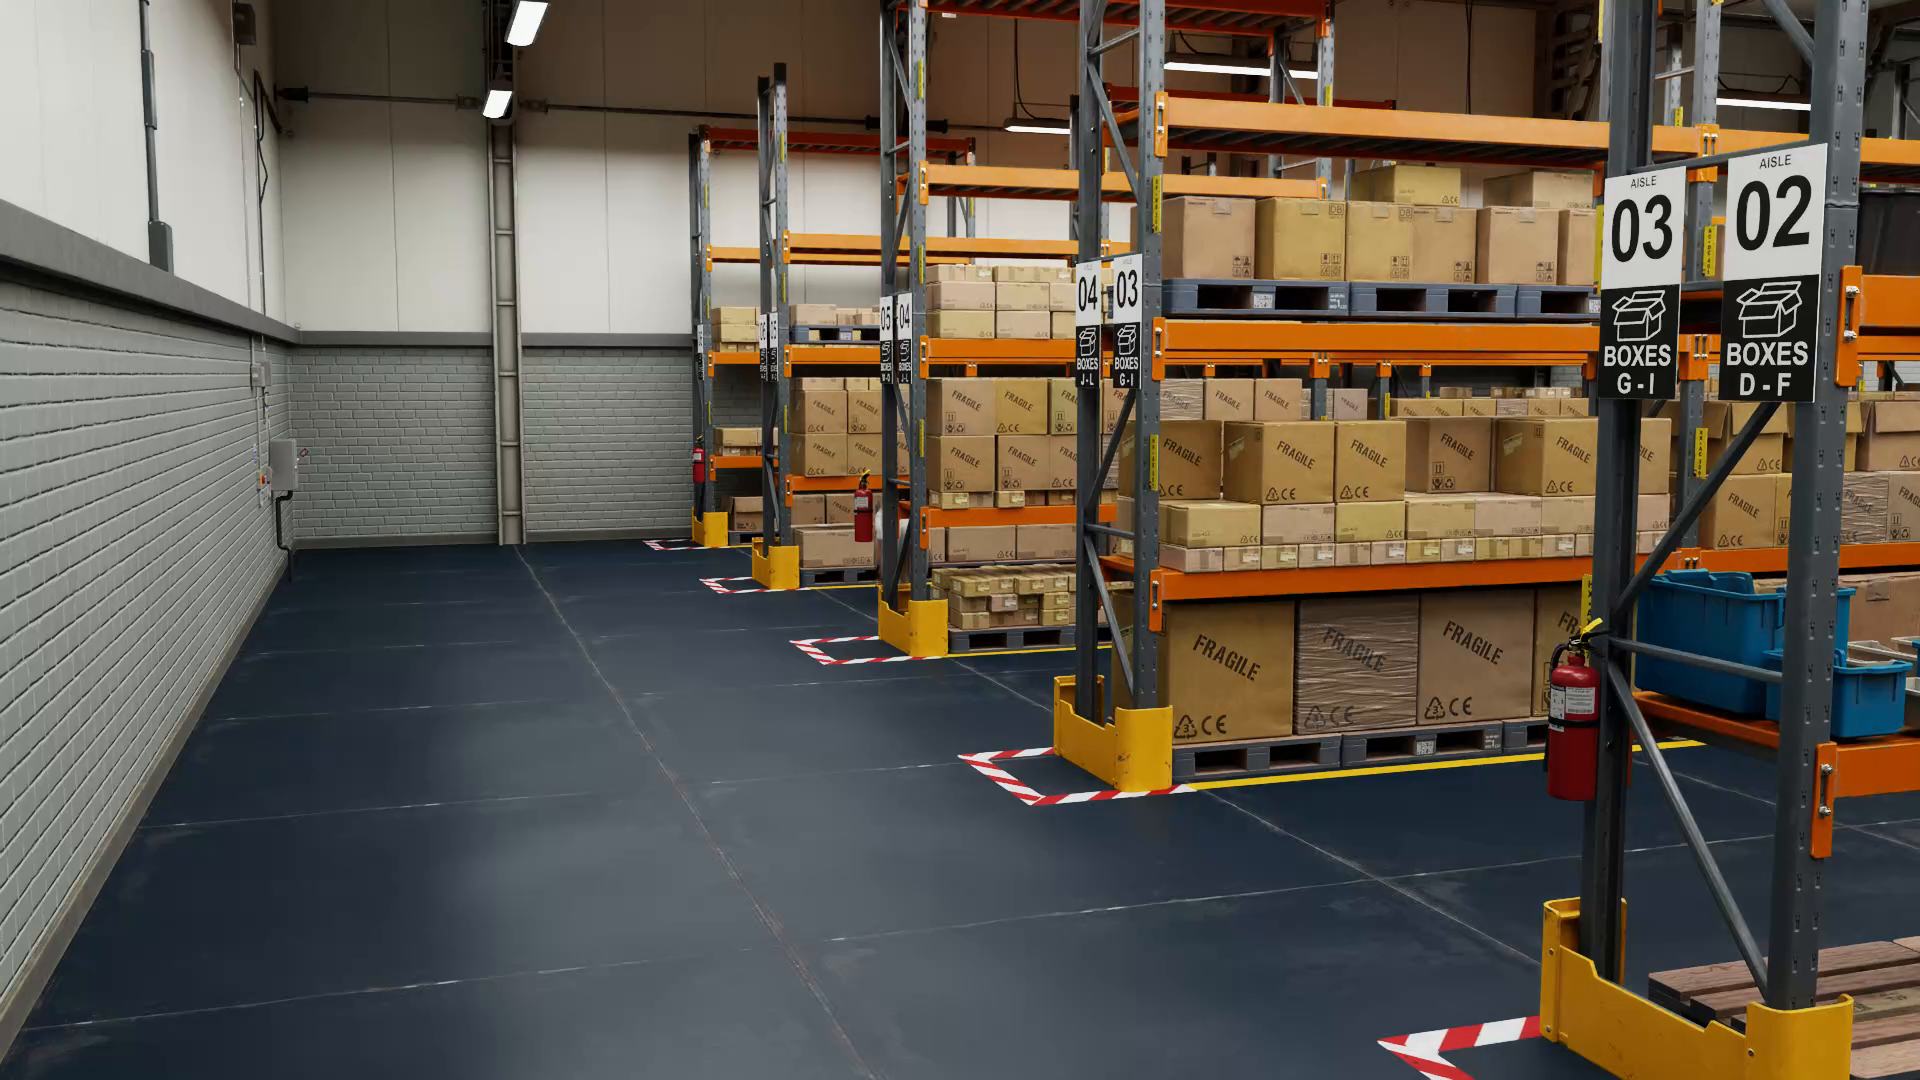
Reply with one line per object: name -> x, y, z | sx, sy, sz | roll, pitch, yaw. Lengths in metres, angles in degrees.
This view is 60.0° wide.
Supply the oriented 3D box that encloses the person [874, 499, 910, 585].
person -> -0.673, 0.117, 18.348 | 0.490, 1.113, 1.045 | -2, 6, -21
